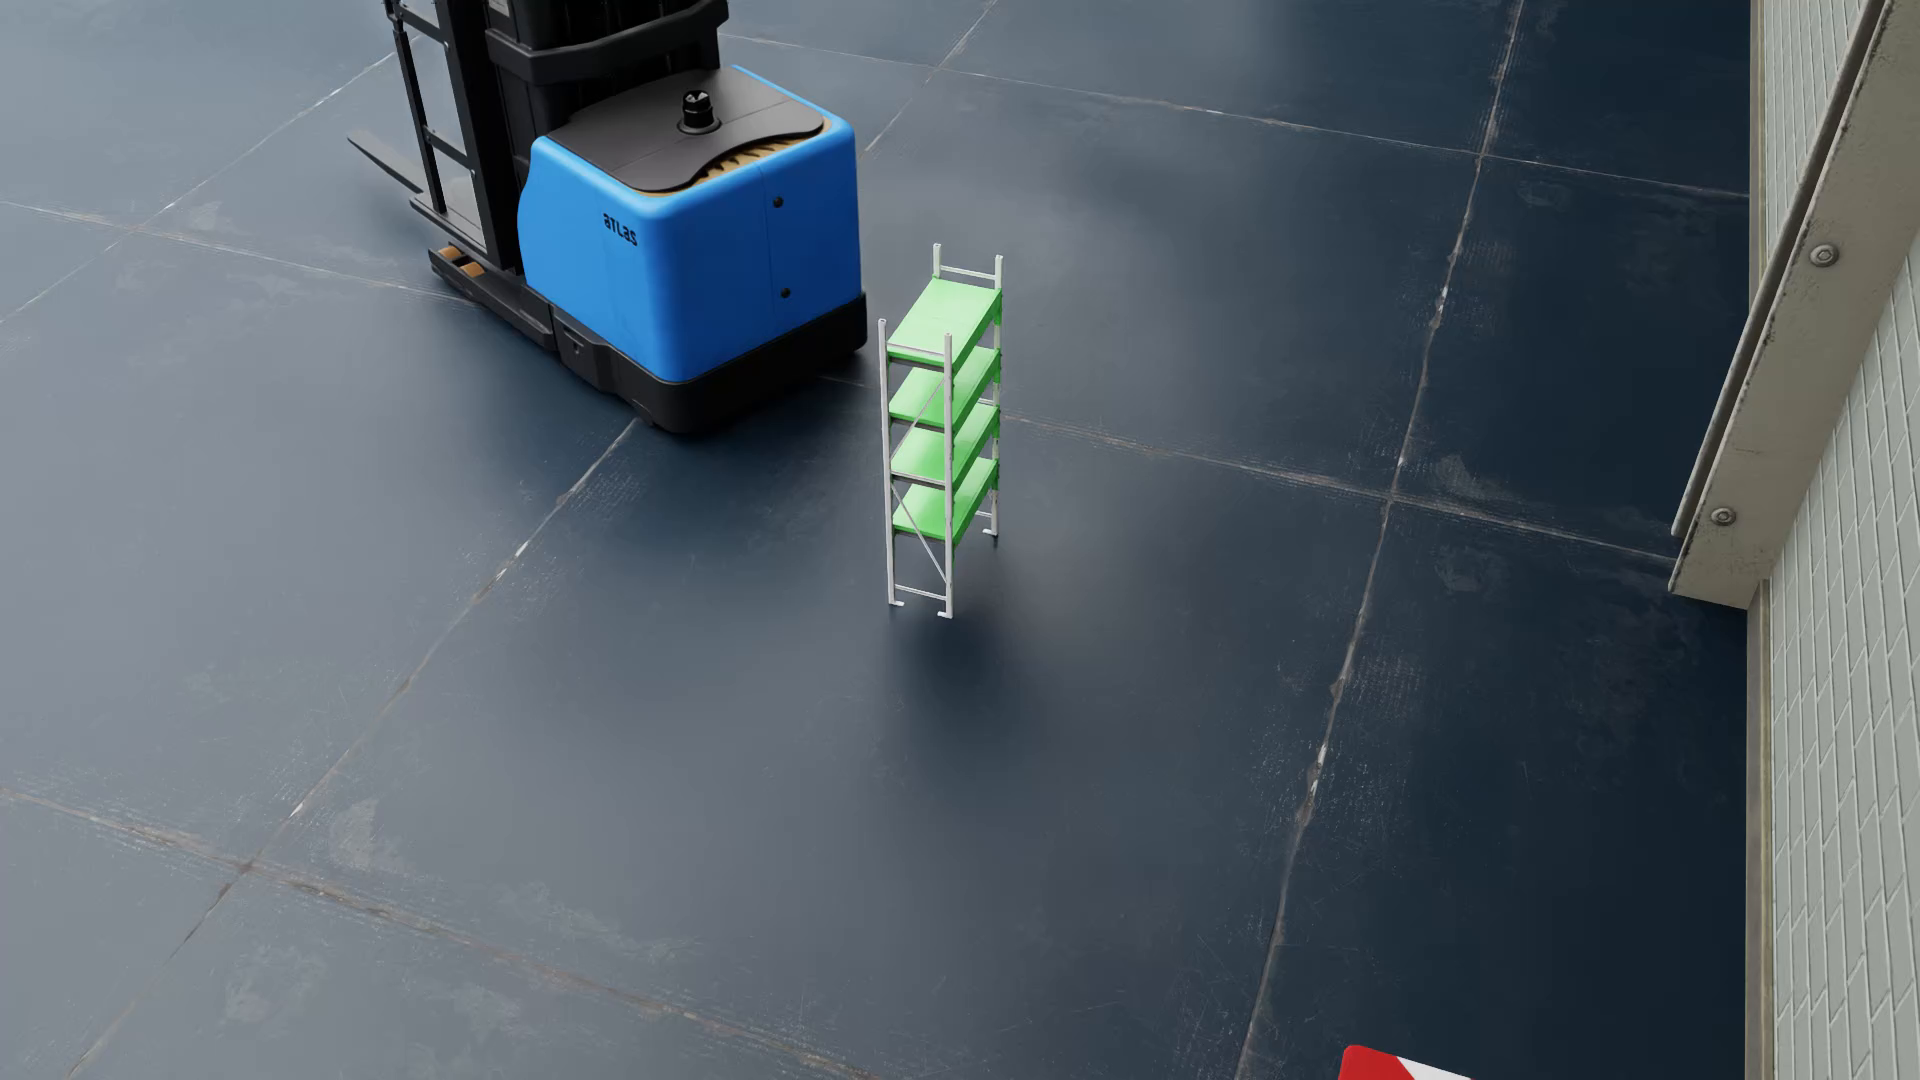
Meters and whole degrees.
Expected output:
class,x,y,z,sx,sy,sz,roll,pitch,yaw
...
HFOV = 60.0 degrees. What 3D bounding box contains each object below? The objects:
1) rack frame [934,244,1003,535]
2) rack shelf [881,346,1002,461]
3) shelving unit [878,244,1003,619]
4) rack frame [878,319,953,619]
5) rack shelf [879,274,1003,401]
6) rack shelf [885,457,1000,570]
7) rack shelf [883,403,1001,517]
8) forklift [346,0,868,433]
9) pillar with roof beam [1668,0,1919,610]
class,x,y,z,sx,sy,sz,roll,pitch,yaw
rack frame,0.027,-0.504,5.917,0.240,1.200,0.015,13,42,15
rack shelf,-0.057,-0.489,5.628,0.258,0.148,0.480,13,42,15
shelving unit,-0.057,-0.355,5.742,0.258,1.200,0.503,13,42,15
rack frame,-0.140,-0.207,5.568,0.240,1.200,0.015,13,42,15
rack shelf,-0.057,-0.672,5.472,0.258,0.148,0.480,13,42,15
rack shelf,-0.057,-0.124,5.939,0.258,0.148,0.480,13,42,15
rack shelf,-0.057,-0.307,5.784,0.258,0.148,0.480,13,42,15
forklift,-1.775,-2.405,6.810,1.130,2.935,3.031,-32,50,-32
pillar with roof beam,-1.266,-4.276,4.329,9.100,9.000,0.400,13,42,15
